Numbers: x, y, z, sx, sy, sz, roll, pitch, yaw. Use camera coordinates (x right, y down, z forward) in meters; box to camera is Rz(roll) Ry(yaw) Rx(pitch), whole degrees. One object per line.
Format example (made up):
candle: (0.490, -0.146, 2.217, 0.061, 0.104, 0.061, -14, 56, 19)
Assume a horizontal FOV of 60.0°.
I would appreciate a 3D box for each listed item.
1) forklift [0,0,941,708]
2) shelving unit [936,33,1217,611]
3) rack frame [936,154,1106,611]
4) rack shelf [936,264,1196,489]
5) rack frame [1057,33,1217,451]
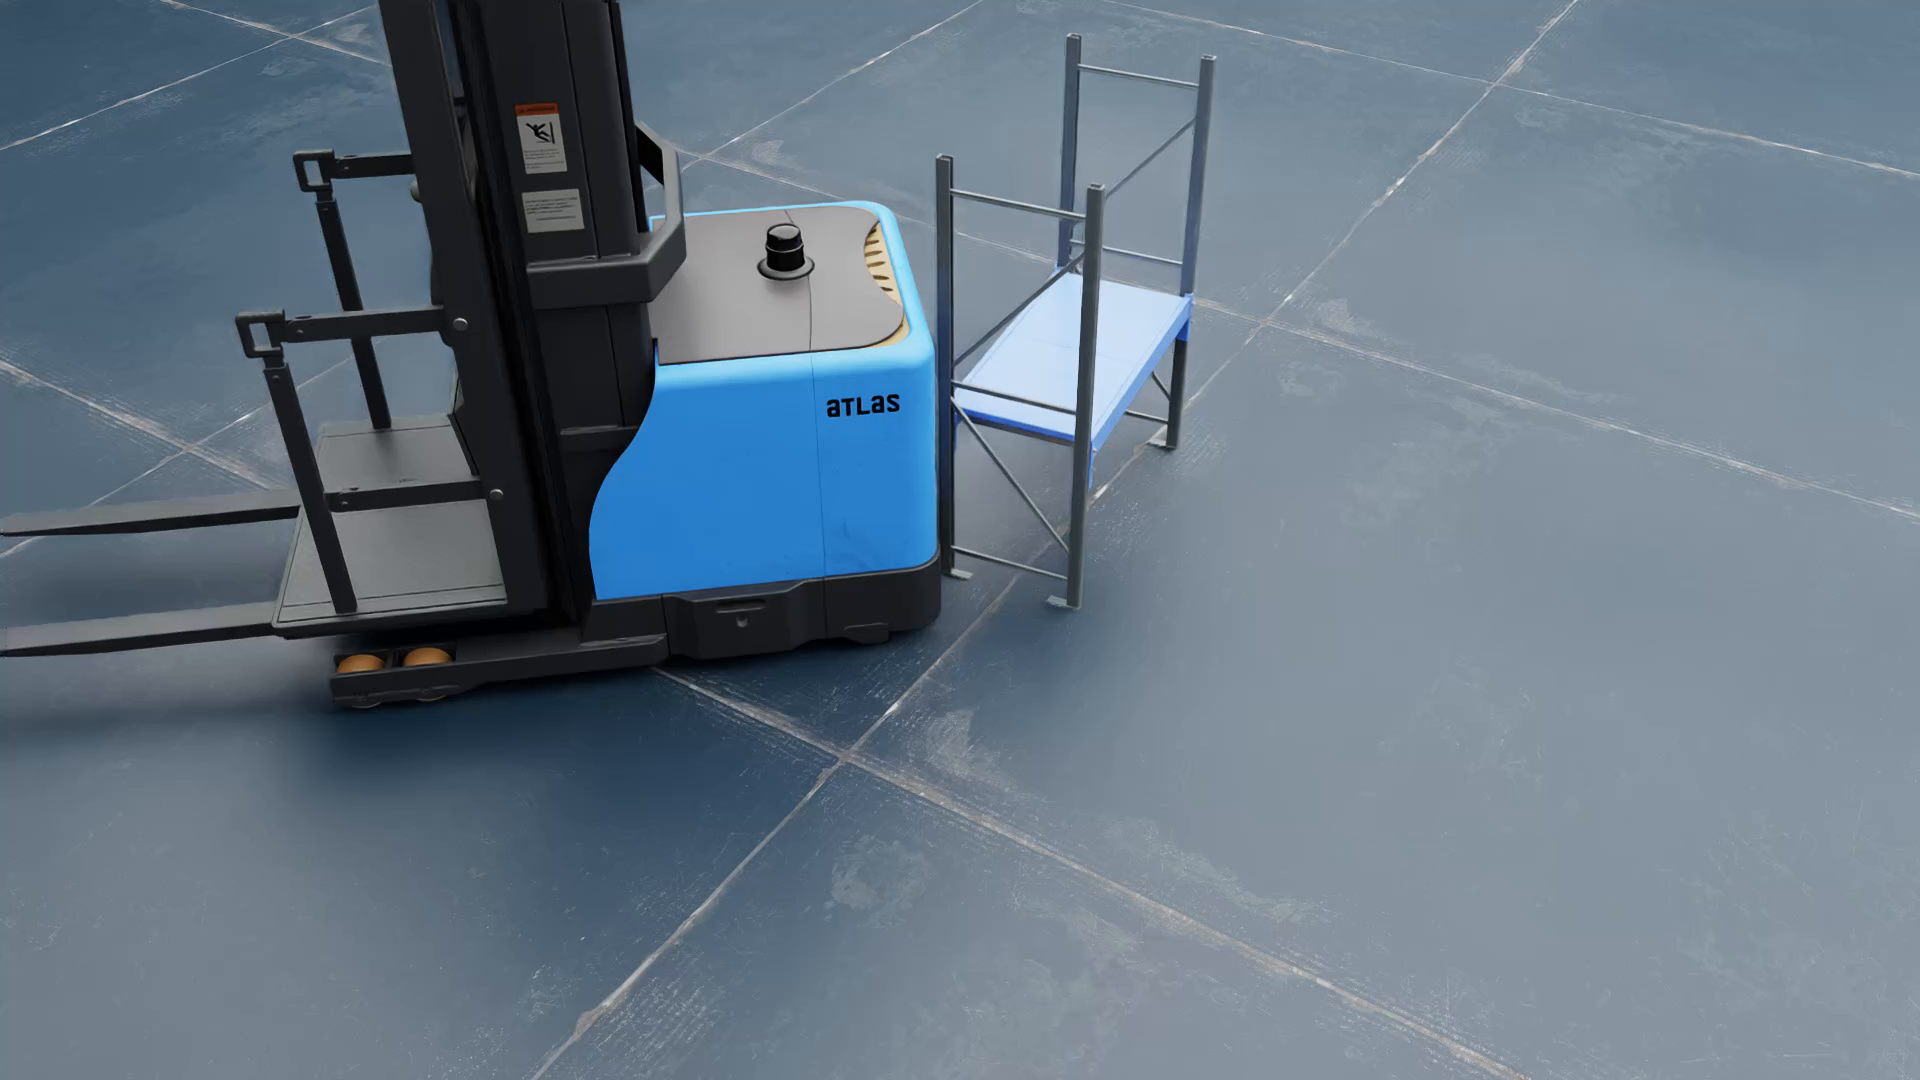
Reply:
forklift: (-1.625, -0.995, 4.640, 3.031, 2.935, 1.130, -6, 38, -7)
shelving unit: (0.374, -0.714, 5.448, 0.538, 1.500, 1.048, 15, 40, 19)
rack frame: (0.165, -0.431, 5.081, 0.500, 1.500, 0.032, 15, 40, 19)
rack shelf: (0.374, -0.572, 5.558, 0.538, 0.185, 1.000, 15, 40, 19)
rack frame: (0.582, -0.997, 5.815, 0.500, 1.500, 0.032, 15, 40, 19)
